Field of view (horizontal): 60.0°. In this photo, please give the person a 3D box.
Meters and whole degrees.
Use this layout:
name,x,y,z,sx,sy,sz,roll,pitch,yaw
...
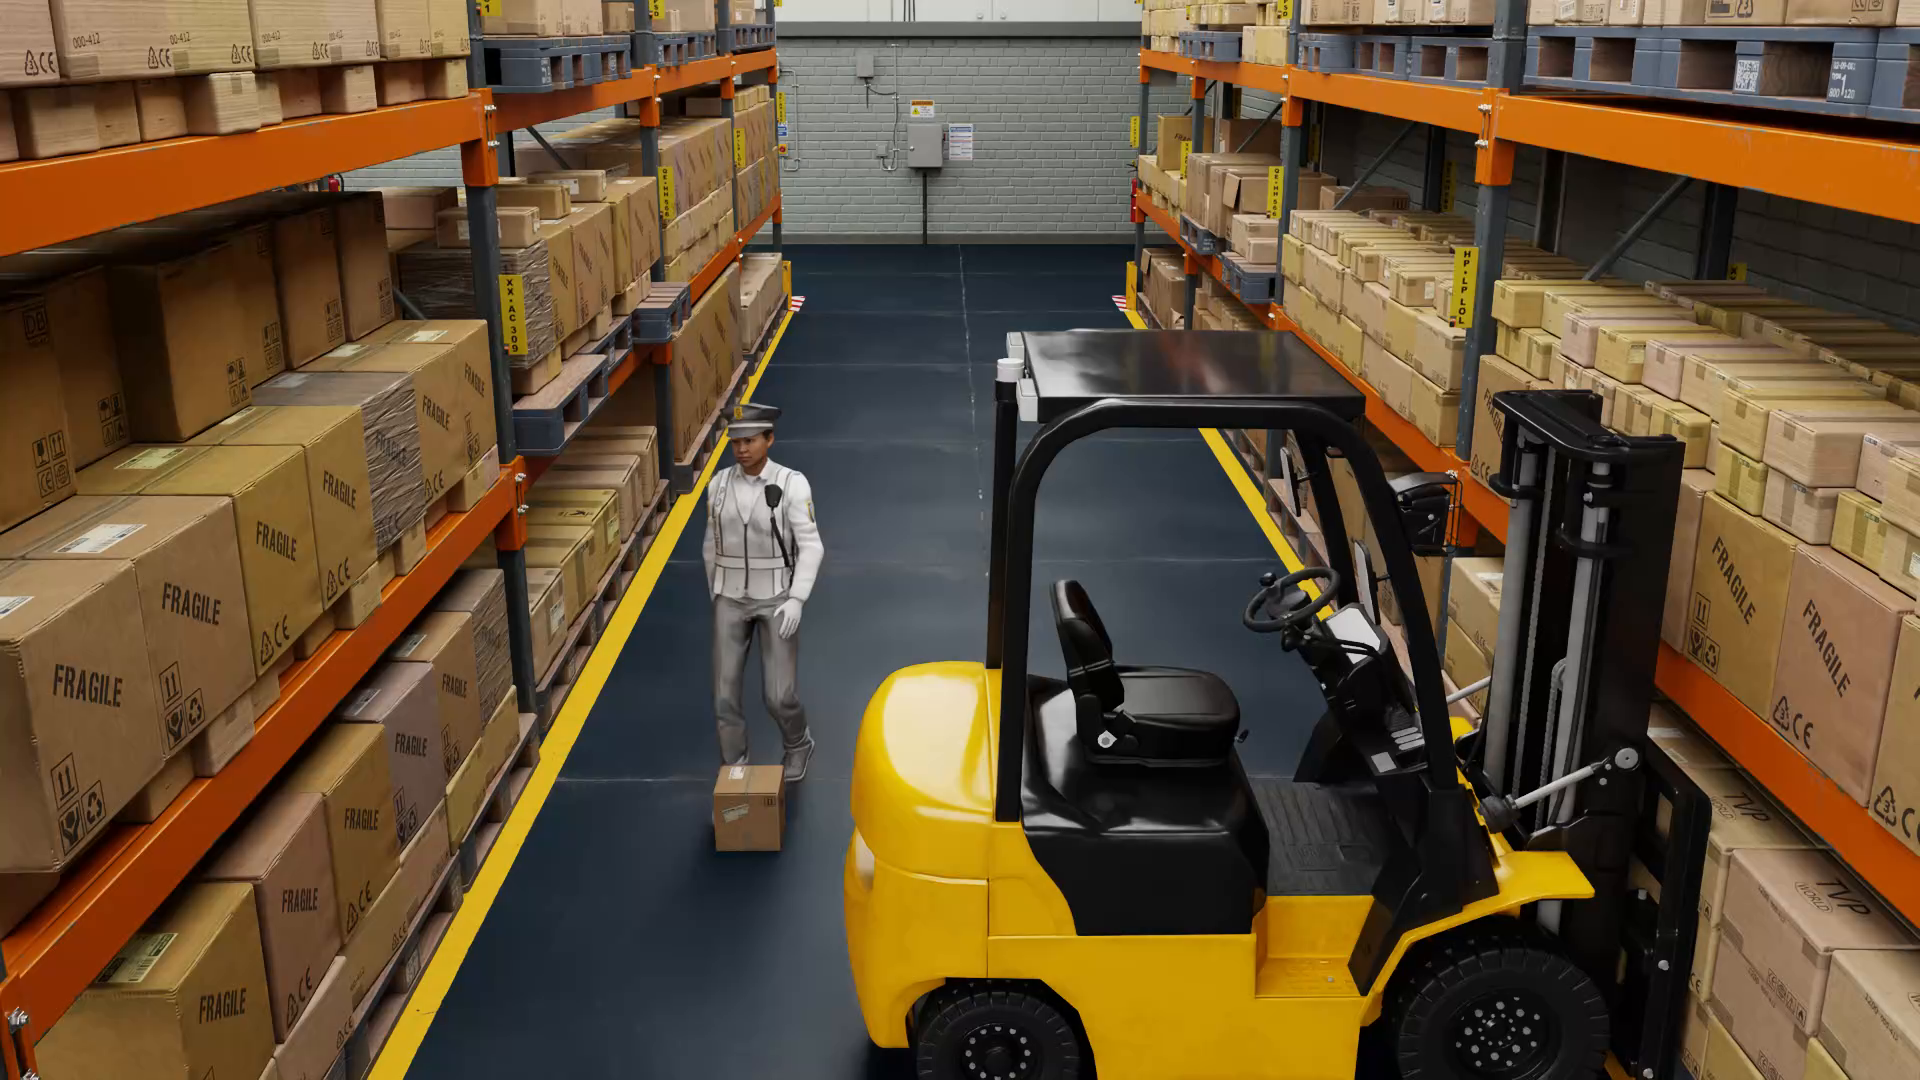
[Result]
name,x,y,z,sx,sy,sz,roll,pitch,yaw
person,-0.830,0.287,6.710,0.538,1.668,0.622,3,18,10
